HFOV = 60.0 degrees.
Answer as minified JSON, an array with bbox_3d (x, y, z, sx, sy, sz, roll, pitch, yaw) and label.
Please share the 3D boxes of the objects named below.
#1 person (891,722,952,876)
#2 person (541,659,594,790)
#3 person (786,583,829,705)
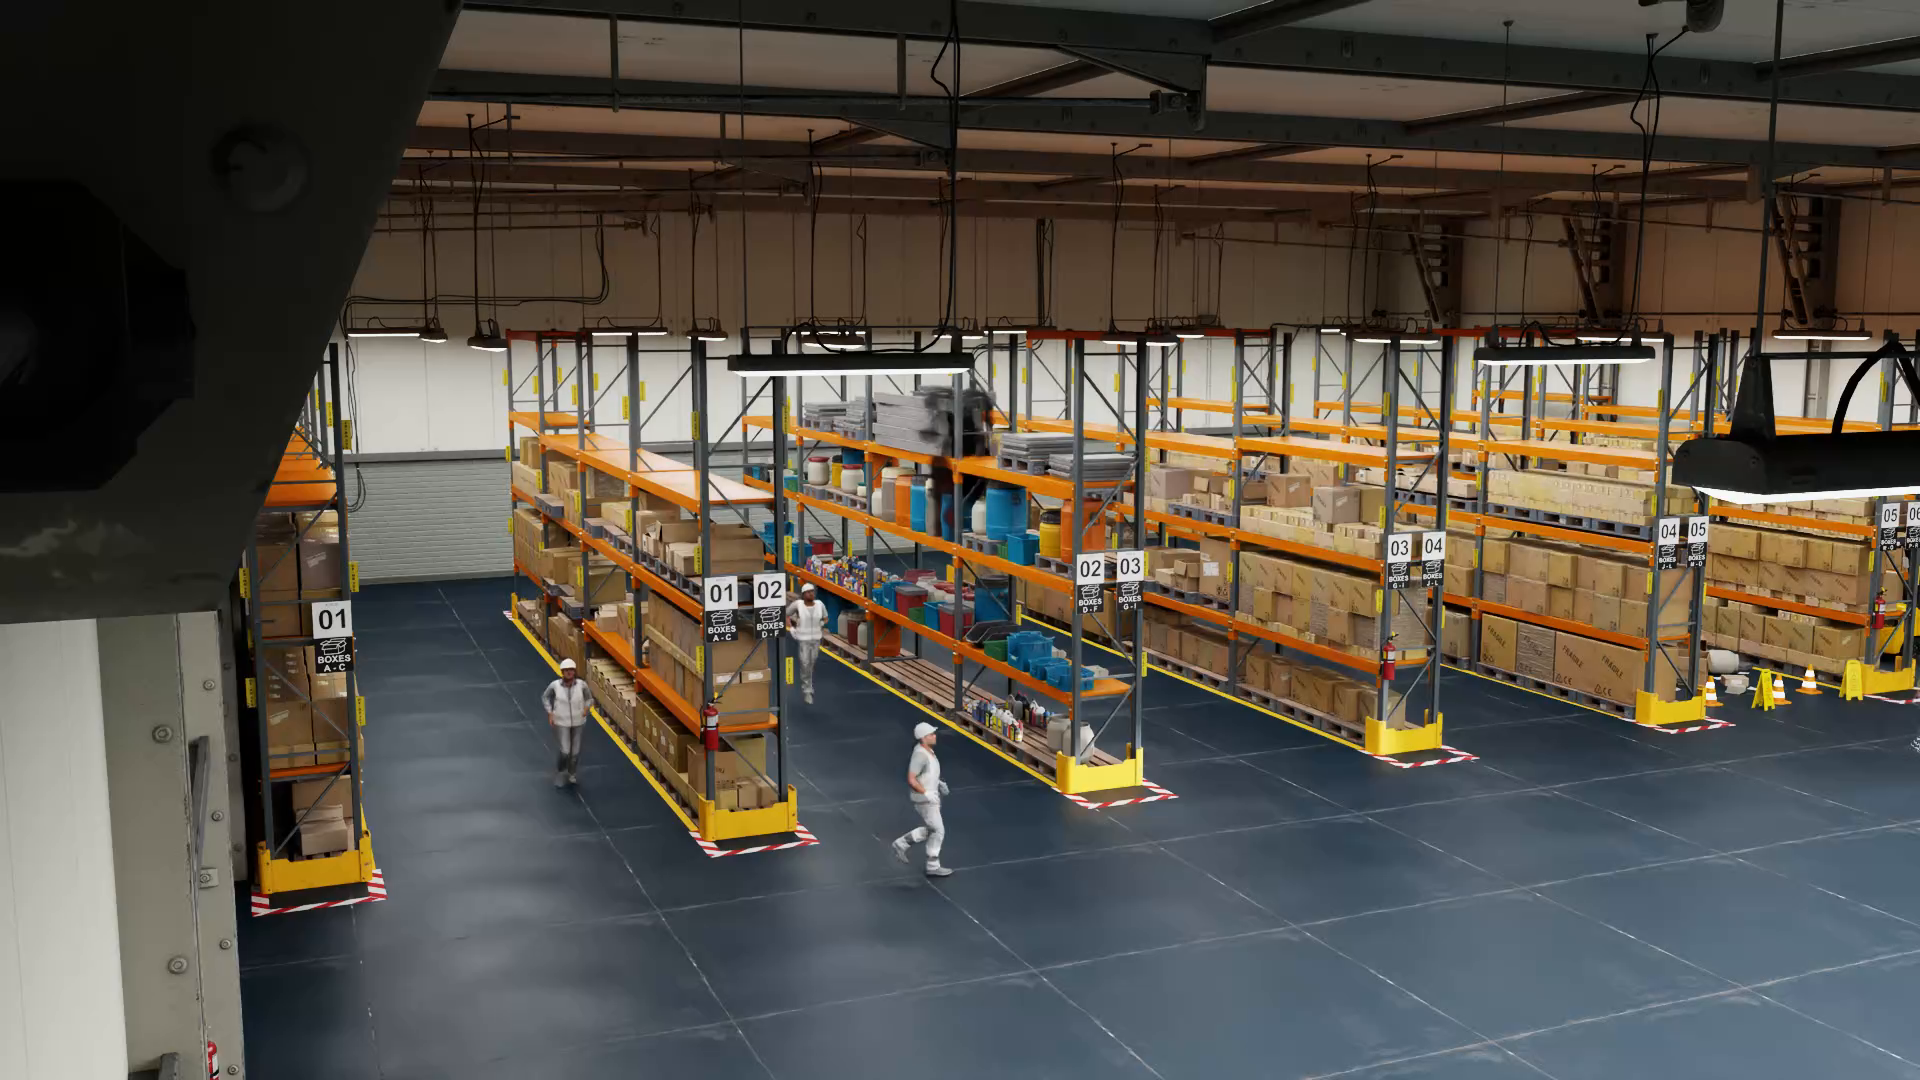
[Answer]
[{"bbox_3d":[-0.442,2.919,18.746,0.705,1.755,0.681,1,8,6],"label":"person"},{"bbox_3d":[-5.197,2.452,22.182,0.661,1.759,0.677,-3,9,-24],"label":"person"},{"bbox_3d":[-2.382,1.619,26.249,0.682,1.889,0.661,-4,9,-27],"label":"person"}]
